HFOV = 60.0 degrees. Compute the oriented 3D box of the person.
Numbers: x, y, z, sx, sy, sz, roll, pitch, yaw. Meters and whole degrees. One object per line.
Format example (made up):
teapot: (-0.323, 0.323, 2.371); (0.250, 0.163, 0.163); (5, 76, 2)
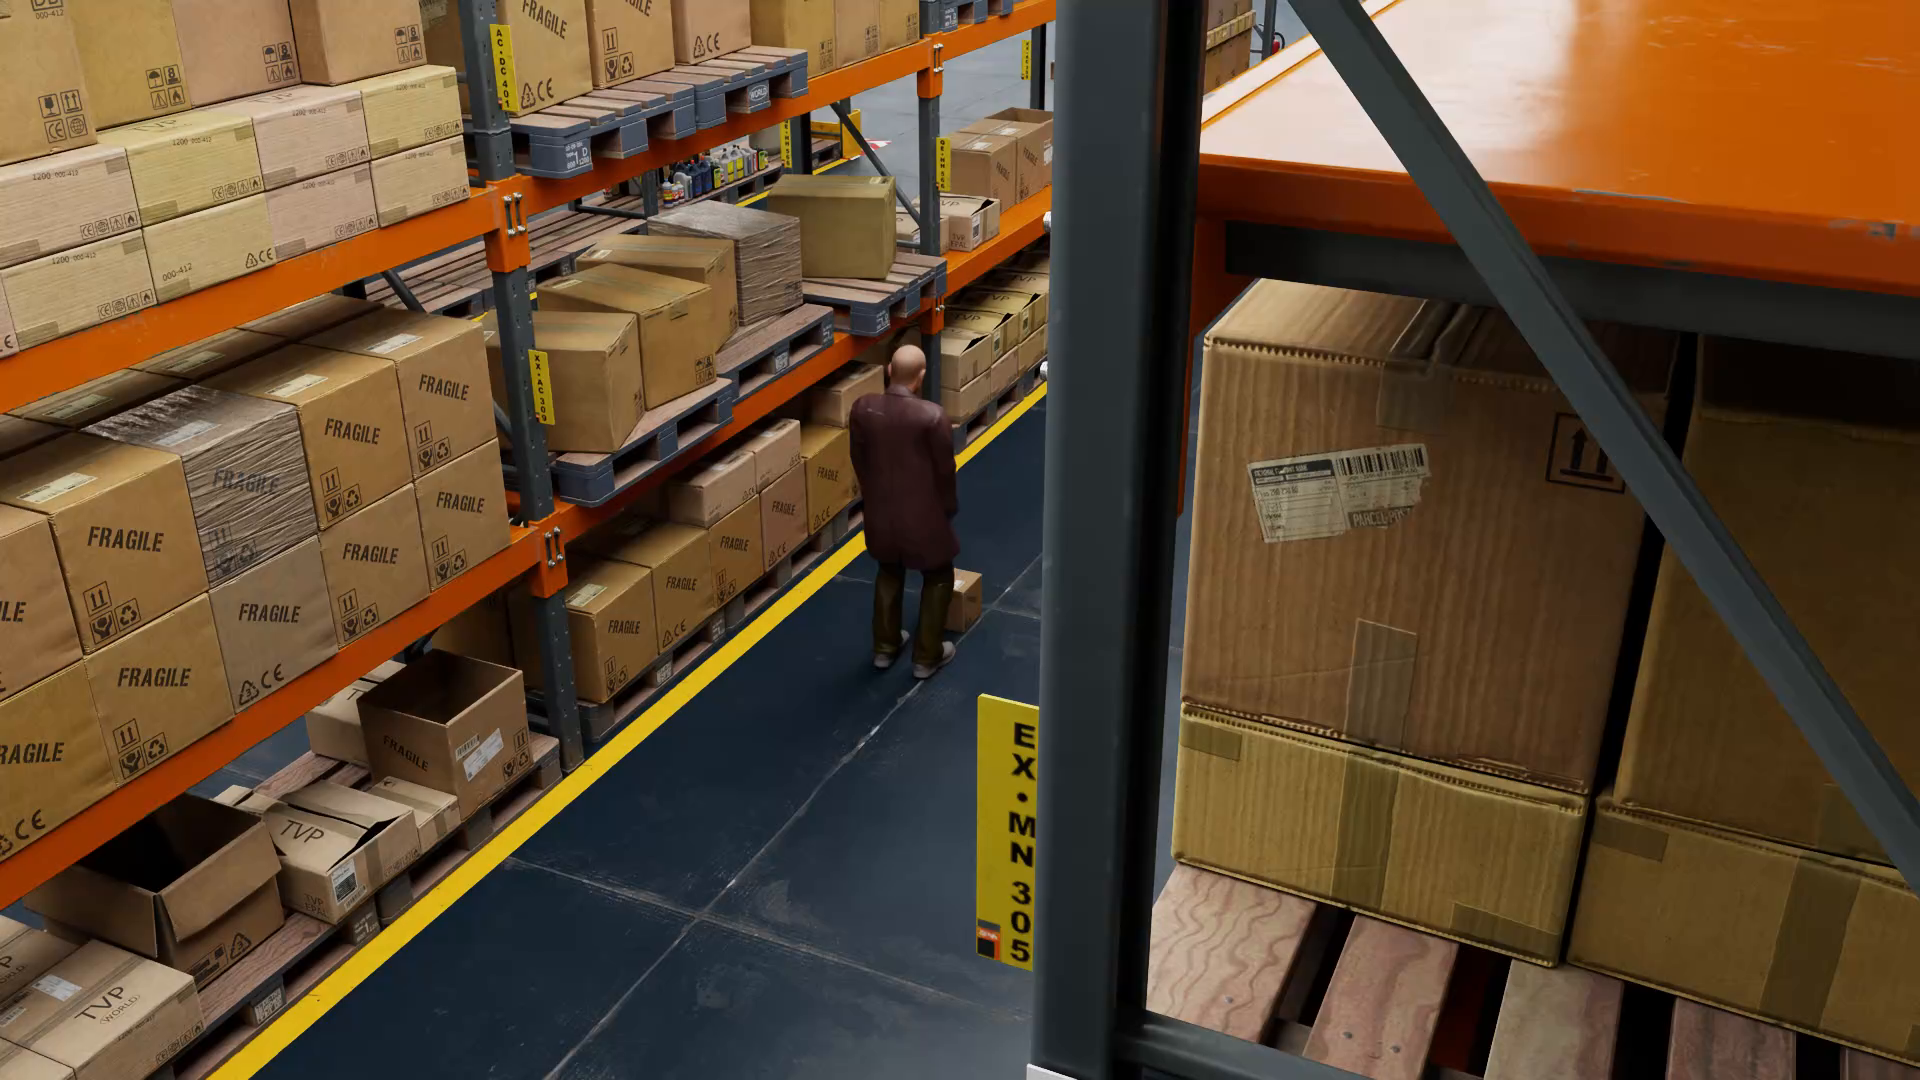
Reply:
person: (-0.279, -0.144, 8.488); (0.587, 1.737, 0.416); (12, 28, 23)
